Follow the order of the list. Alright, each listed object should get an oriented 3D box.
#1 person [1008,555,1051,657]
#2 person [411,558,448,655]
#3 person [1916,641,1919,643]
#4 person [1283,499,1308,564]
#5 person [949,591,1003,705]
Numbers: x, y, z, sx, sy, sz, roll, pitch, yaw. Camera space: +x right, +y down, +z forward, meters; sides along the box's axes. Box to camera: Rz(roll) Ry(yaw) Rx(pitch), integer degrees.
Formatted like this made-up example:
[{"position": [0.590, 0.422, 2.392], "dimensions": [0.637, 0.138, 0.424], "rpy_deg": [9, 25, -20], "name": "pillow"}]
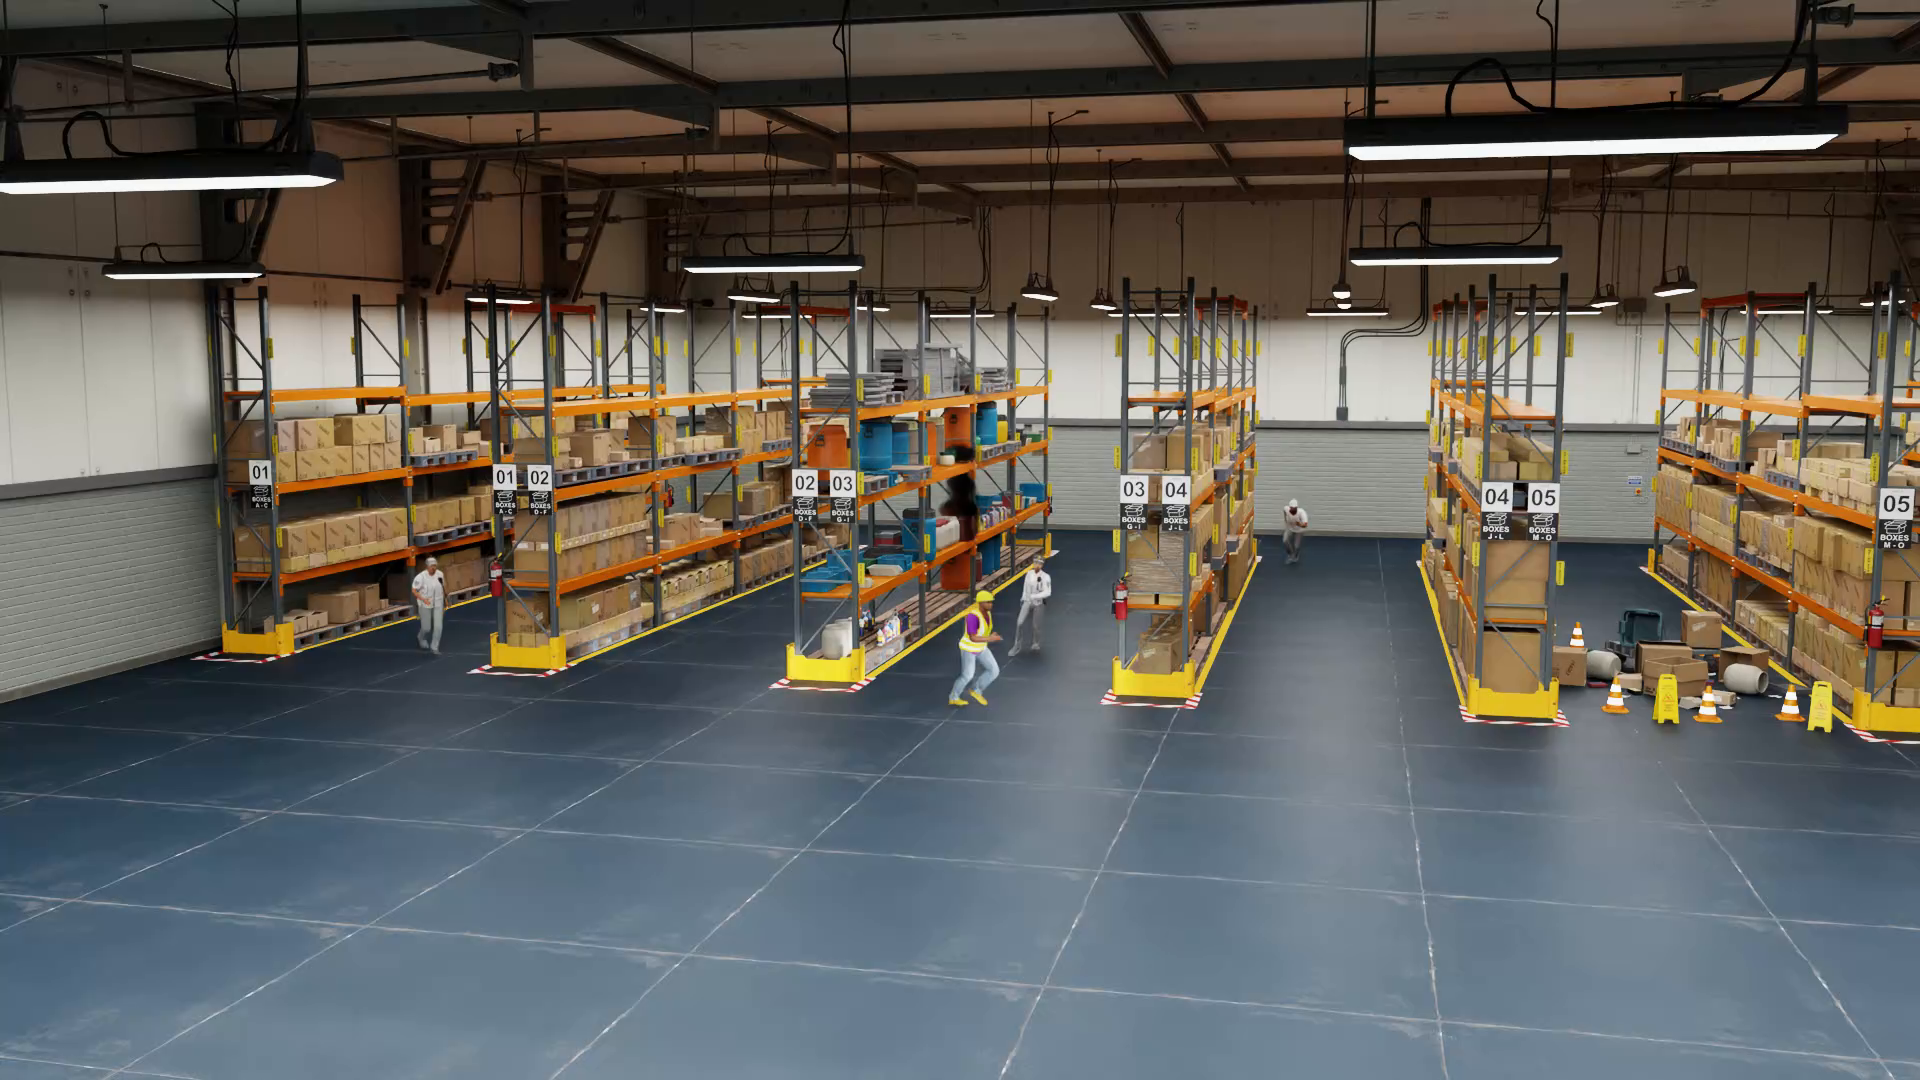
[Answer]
[{"position": [1.203, 1.055, 27.124], "dimensions": [0.661, 1.666, 0.799], "rpy_deg": [3, 7, 24], "name": "person"}, {"position": [-8.739, 1.076, 27.398], "dimensions": [0.604, 1.616, 0.715], "rpy_deg": [-4, 8, -32], "name": "person"}, {"position": [15.647, 1.002, 27.182], "dimensions": [0.659, 1.764, 0.654], "rpy_deg": [1, 7, 11], "name": "person"}, {"position": [7.770, -0.215, 38.562], "dimensions": [0.703, 1.529, 1.110], "rpy_deg": [3, 7, 26], "name": "person"}, {"position": [0.248, 1.511, 23.125], "dimensions": [0.932, 1.657, 0.708], "rpy_deg": [5, 8, 36], "name": "person"}]
